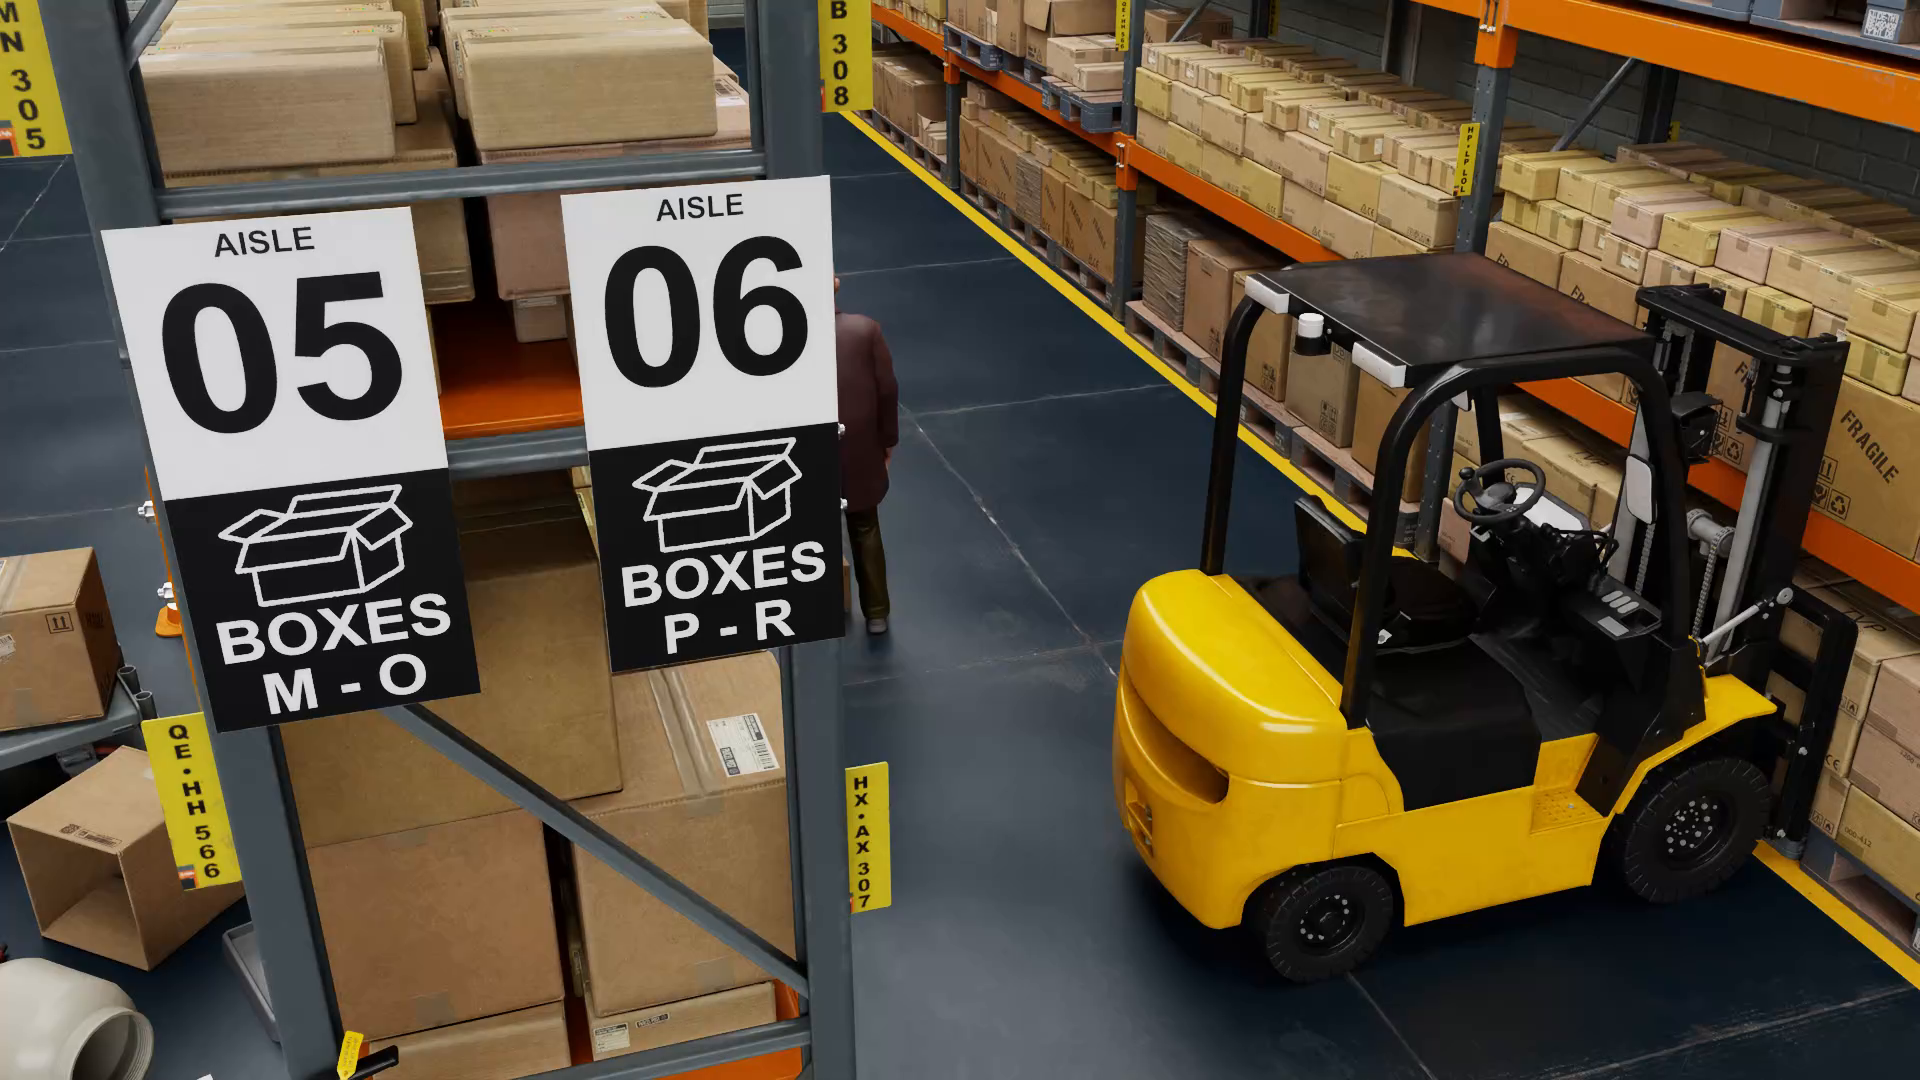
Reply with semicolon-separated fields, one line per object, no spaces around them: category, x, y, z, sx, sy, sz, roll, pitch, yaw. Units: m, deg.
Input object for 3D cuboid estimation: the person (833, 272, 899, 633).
person;-0.580;-0.390;7.432;0.644;1.772;0.433;-10;28;-20
